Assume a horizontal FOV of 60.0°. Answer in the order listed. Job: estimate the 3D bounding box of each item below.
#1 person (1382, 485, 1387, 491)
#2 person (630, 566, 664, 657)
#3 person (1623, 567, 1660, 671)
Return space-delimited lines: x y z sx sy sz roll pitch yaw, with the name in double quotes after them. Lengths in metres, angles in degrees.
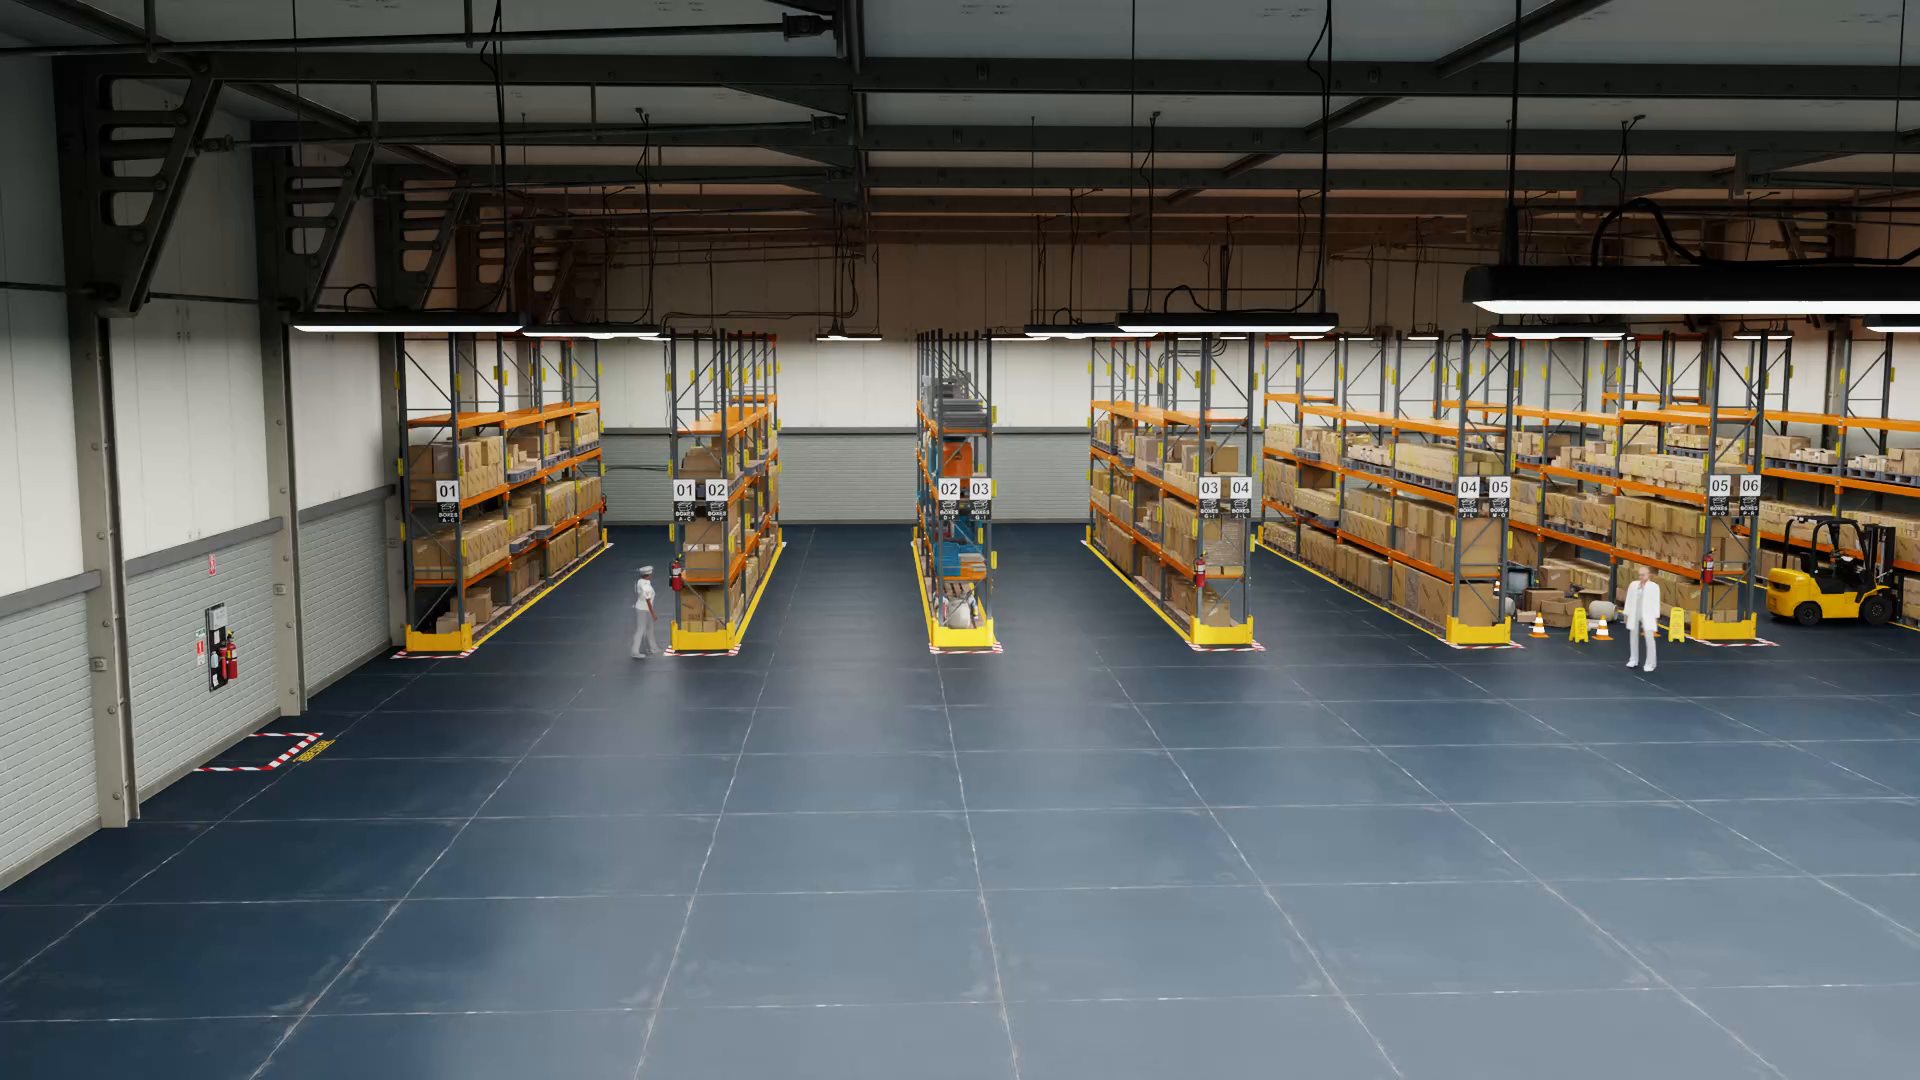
12.563 -0.922 49.252 0.515 1.665 0.476 -1 7 -5 "person"
-5.770 1.306 30.562 0.596 1.674 0.687 -1 7 -9 "person"
12.041 1.390 29.452 0.618 1.812 0.467 6 9 41 "person"
